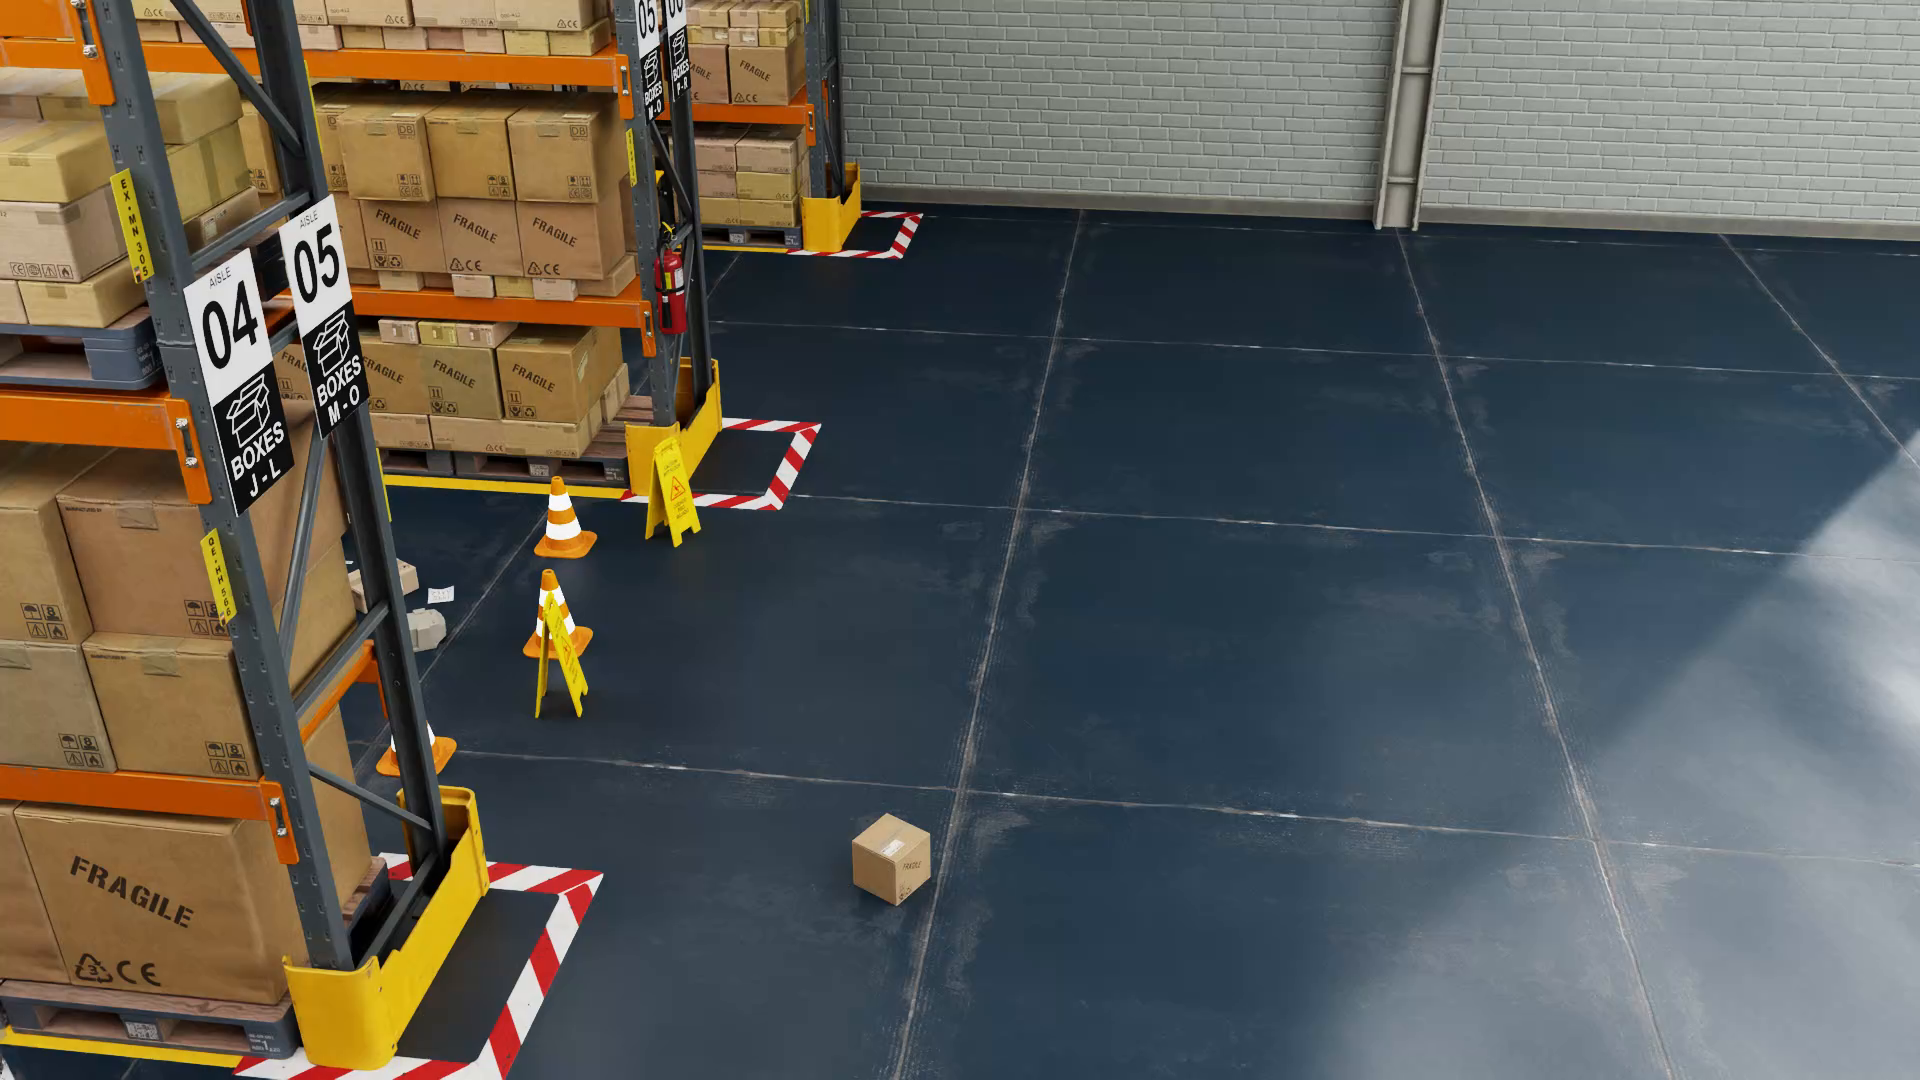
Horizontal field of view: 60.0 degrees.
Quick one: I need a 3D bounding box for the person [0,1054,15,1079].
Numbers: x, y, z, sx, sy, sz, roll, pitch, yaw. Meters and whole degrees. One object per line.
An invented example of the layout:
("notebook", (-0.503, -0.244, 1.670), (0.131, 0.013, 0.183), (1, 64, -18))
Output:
("person", (-2.728, 2.013, 4.883), (0.496, 1.651, 0.490), (-17, 33, -28))
